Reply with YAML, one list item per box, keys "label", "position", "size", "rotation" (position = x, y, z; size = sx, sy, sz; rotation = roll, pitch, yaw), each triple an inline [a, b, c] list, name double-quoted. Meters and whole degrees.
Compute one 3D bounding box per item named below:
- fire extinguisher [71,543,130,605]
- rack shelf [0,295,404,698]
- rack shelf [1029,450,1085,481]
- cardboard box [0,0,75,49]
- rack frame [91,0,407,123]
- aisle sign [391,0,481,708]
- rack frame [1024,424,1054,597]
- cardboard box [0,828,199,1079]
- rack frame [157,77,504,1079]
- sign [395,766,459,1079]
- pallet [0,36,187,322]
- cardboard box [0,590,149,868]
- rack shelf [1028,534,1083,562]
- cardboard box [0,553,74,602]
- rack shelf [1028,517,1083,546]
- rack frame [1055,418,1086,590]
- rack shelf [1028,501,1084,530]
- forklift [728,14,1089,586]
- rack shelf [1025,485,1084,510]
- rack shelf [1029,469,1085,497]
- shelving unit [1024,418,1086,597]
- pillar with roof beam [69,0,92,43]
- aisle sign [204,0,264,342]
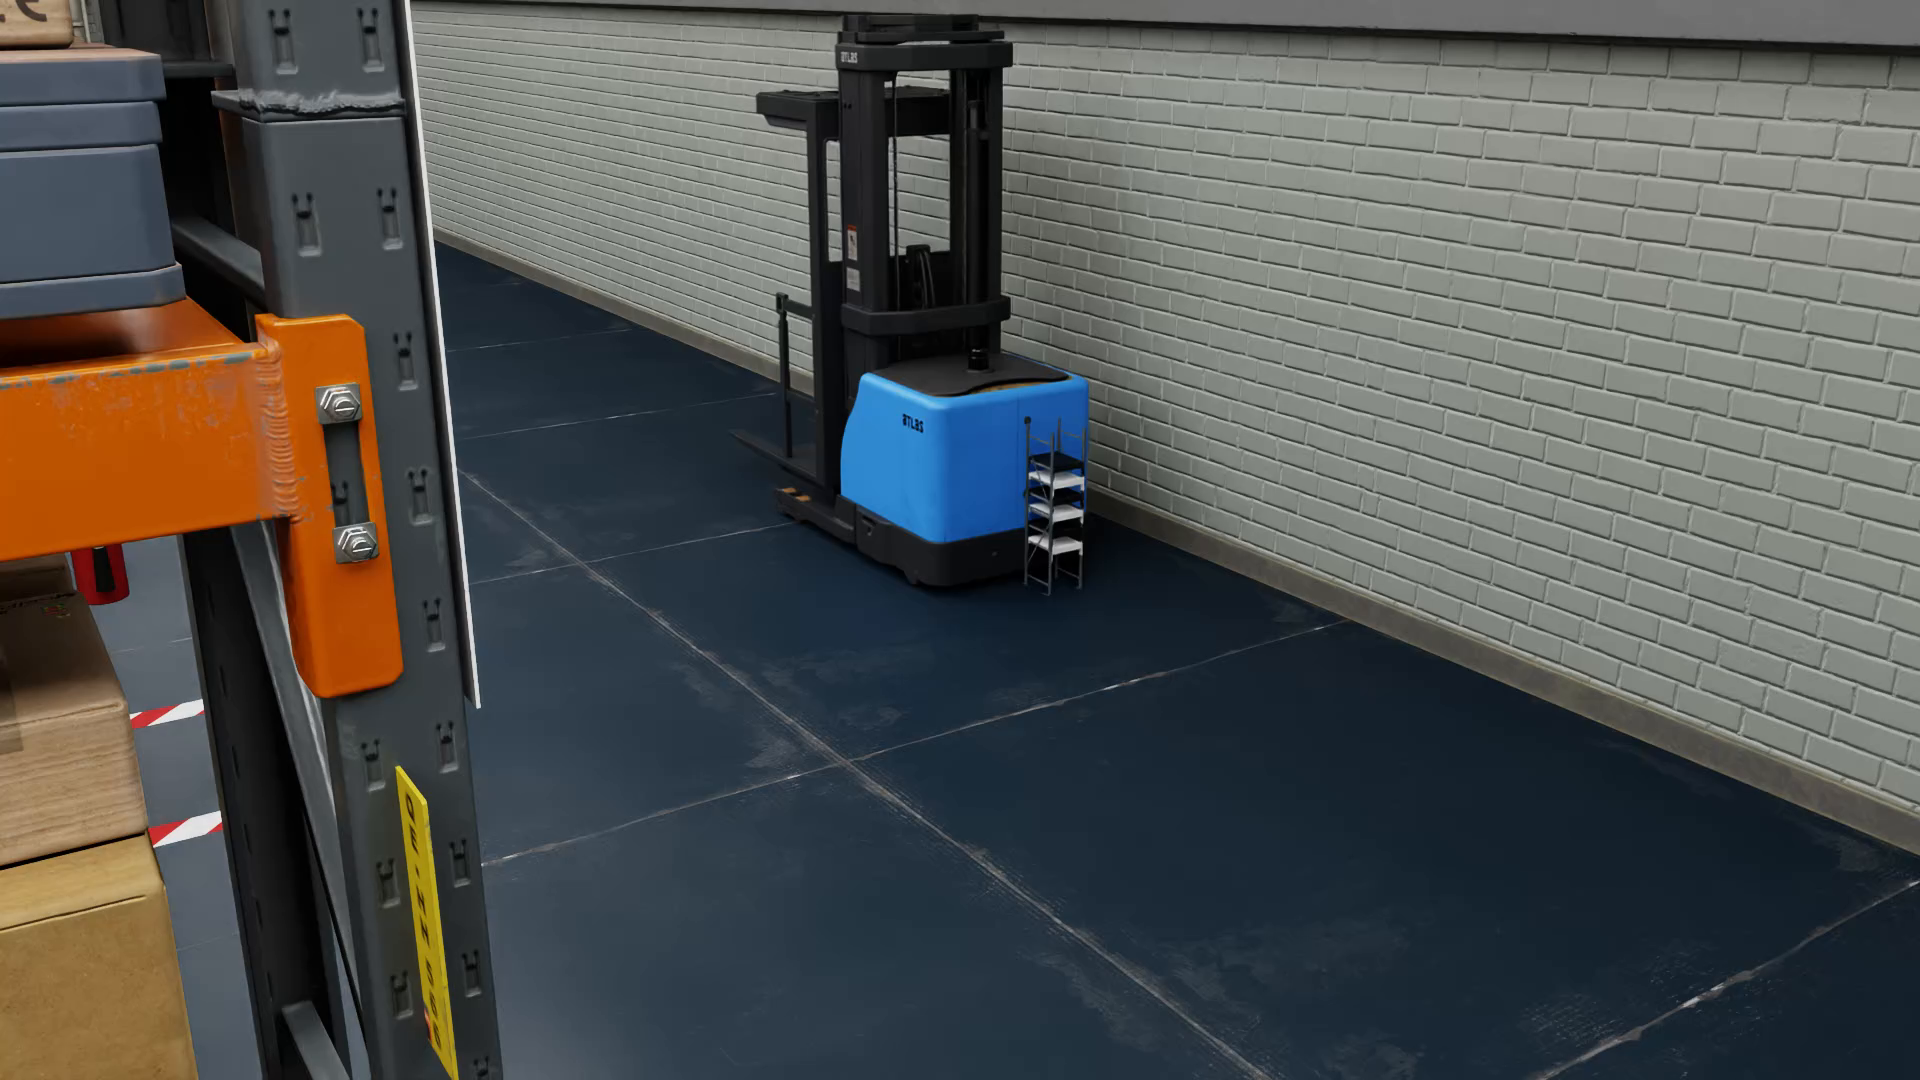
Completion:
- label: "fire extinguisher"
  position: [-3.179, -0.105, 6.073]
  size: [0.183, 0.674, 0.296]
  rotation: [-12, 22, -31]
- label: "rack shelf"
  position: [-2.506, 0.181, 0.964]
  size: [4.000, 0.370, 1.077]
  rotation: [-12, 22, -31]
- label: "rack shelf"
  position: [0.502, -0.395, 8.770]
  size: [0.200, 0.077, 0.258]
  rotation: [-12, 22, -31]
- label: "cardboard box"
  position: [-1.162, -0.584, 1.526]
  size: [0.500, 0.250, 0.500]
  rotation: [-14, 23, -36]
- label: "rack frame"
  position: [-0.836, -1.933, 1.411]
  size: [0.127, 3.000, 1.000]
  rotation: [-12, 22, -31]
- label: "aisle sign"
  position: [-0.605, -0.252, 1.747]
  size: [0.004, 0.787, 0.394]
  rotation: [-12, 22, -31]
- label: "rack frame"
  position: [0.417, -0.153, 8.793]
  size: [0.006, 0.900, 0.240]
  rotation: [-12, 22, -31]
- label: "cardboard box"
  position: [-1.108, 0.537, 1.756]
  size: [0.500, 0.500, 0.500]
  rotation: [-11, 22, -30]
- label: "rack frame"
  position: [-0.836, 0.909, 2.371]
  size: [0.127, 3.000, 1.000]
  rotation: [-12, 22, -31]
- label: "sign"
  position: [-0.549, 0.396, 1.712]
  size: [0.005, 0.325, 0.100]
  rotation: [-12, 22, -31]
- label: "pallet"
  position: [-1.450, -0.336, 1.510]
  size: [1.213, 0.211, 1.003]
  rotation: [-12, 22, -31]
- label: "cardboard box"
  position: [-1.026, 0.198, 1.746]
  size: [0.250, 0.149, 0.380]
  rotation: [-12, 22, -31]
- label: "rack shelf"
  position: [0.502, 0.031, 8.914]
  size: [0.200, 0.077, 0.258]
  rotation: [-12, 22, -31]
- label: "cardboard box"
  position: [-1.285, 0.069, 2.125]
  size: [0.250, 0.149, 0.380]
  rotation: [-11, 22, -30]
- label: "rack shelf"
  position: [0.502, -0.054, 8.885]
  size: [0.200, 0.077, 0.258]
  rotation: [-12, 22, -31]
- label: "rack frame"
  position: [0.587, -0.189, 8.898]
  size: [0.006, 0.900, 0.240]
  rotation: [-12, 22, -31]
- label: "rack shelf"
  position: [0.502, -0.140, 8.857]
  size: [0.200, 0.077, 0.258]
  rotation: [-12, 22, -31]
- label: "forklift"
  position: [-0.486, -1.562, 9.789]
  size: [1.130, 2.935, 3.031]
  rotation: [-11, 22, -30]
- label: "rack shelf"
  position: [0.502, -0.225, 8.828]
  size: [0.200, 0.077, 0.258]
  rotation: [-12, 22, -31]
- label: "rack shelf"
  position: [0.502, -0.310, 8.799]
  size: [0.200, 0.077, 0.258]
  rotation: [-12, 22, -31]
- label: "shelving unit"
  position: [0.502, -0.171, 8.846]
  size: [0.210, 0.900, 0.258]
  rotation: [-12, 22, -31]
- label: "pillar with roof beam"
  position: [-10.312, -8.114, 19.693]
  size: [0.400, 9.000, 9.100]
  rotation: [-12, 22, -31]
- label: "aisle sign"
  position: [-0.935, -0.412, 2.222]
  size: [0.004, 0.787, 0.394]
  rotation: [-12, 22, -31]
